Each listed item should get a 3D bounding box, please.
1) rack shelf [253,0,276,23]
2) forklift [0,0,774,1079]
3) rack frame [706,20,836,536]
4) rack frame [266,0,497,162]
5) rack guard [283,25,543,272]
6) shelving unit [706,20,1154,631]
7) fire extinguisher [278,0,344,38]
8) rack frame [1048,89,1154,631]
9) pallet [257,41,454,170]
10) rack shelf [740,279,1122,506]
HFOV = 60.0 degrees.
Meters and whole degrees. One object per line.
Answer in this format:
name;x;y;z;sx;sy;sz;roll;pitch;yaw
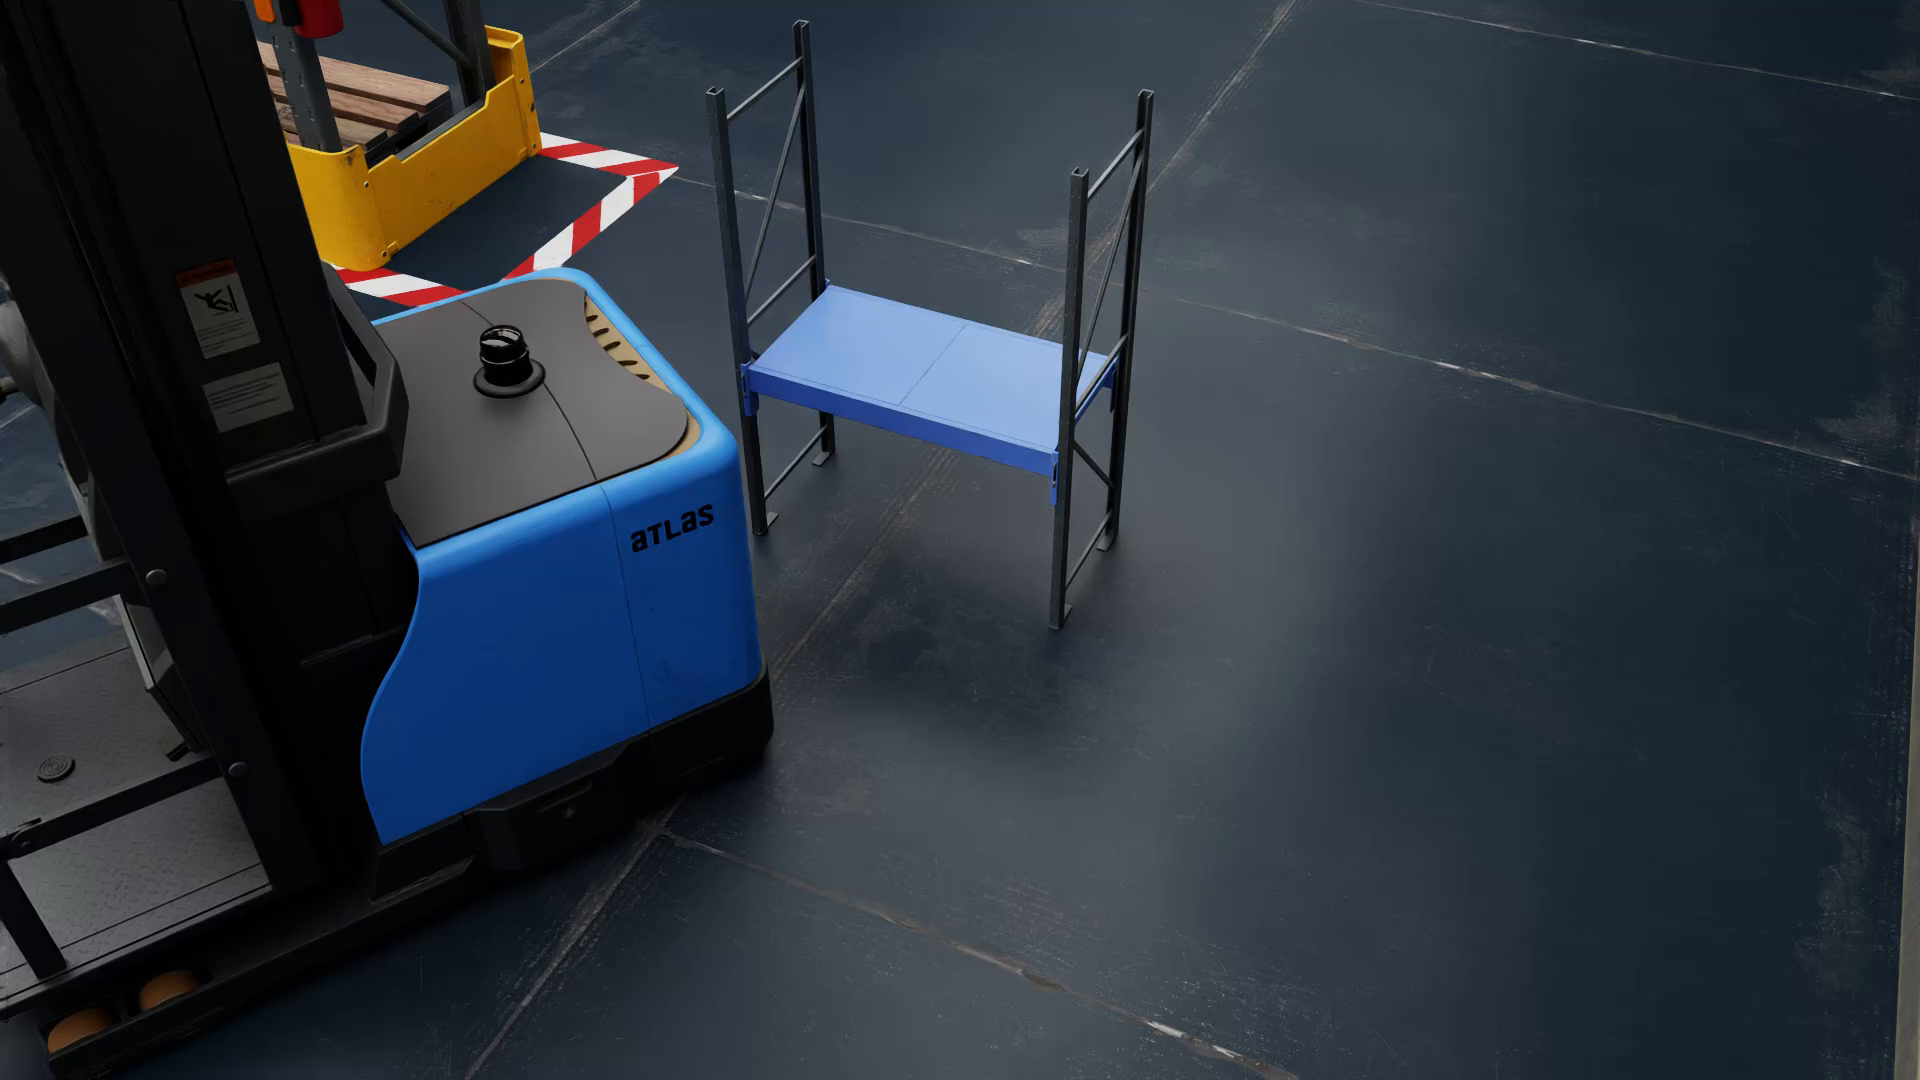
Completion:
rack shelf;-4.032;-2.834;6.779;4.000;0.370;1.077;17;44;19
forklift;-2.025;-0.267;3.321;3.031;2.935;1.130;-23;46;-24
rack frame;-0.538;-0.731;4.948;0.032;1.500;0.500;17;44;19
rack frame;-2.219;-2.552;5.904;0.127;3.000;1.000;17;44;19
rack guard;-2.192;-1.609;6.724;0.348;0.500;1.175;17;44;19
shelving unit;-0.077;-0.590;4.786;1.048;1.500;0.538;17;44;19
fire extinguisher;-2.275;-2.071;5.692;0.183;0.674;0.296;17;44;19
rack frame;0.383;-0.450;4.624;0.032;1.500;0.500;17;44;19
pallet;-2.950;-1.750;7.108;1.213;0.211;1.003;17;44;19
rack shelf;-0.077;-0.454;4.904;1.000;0.185;0.538;17;44;19
